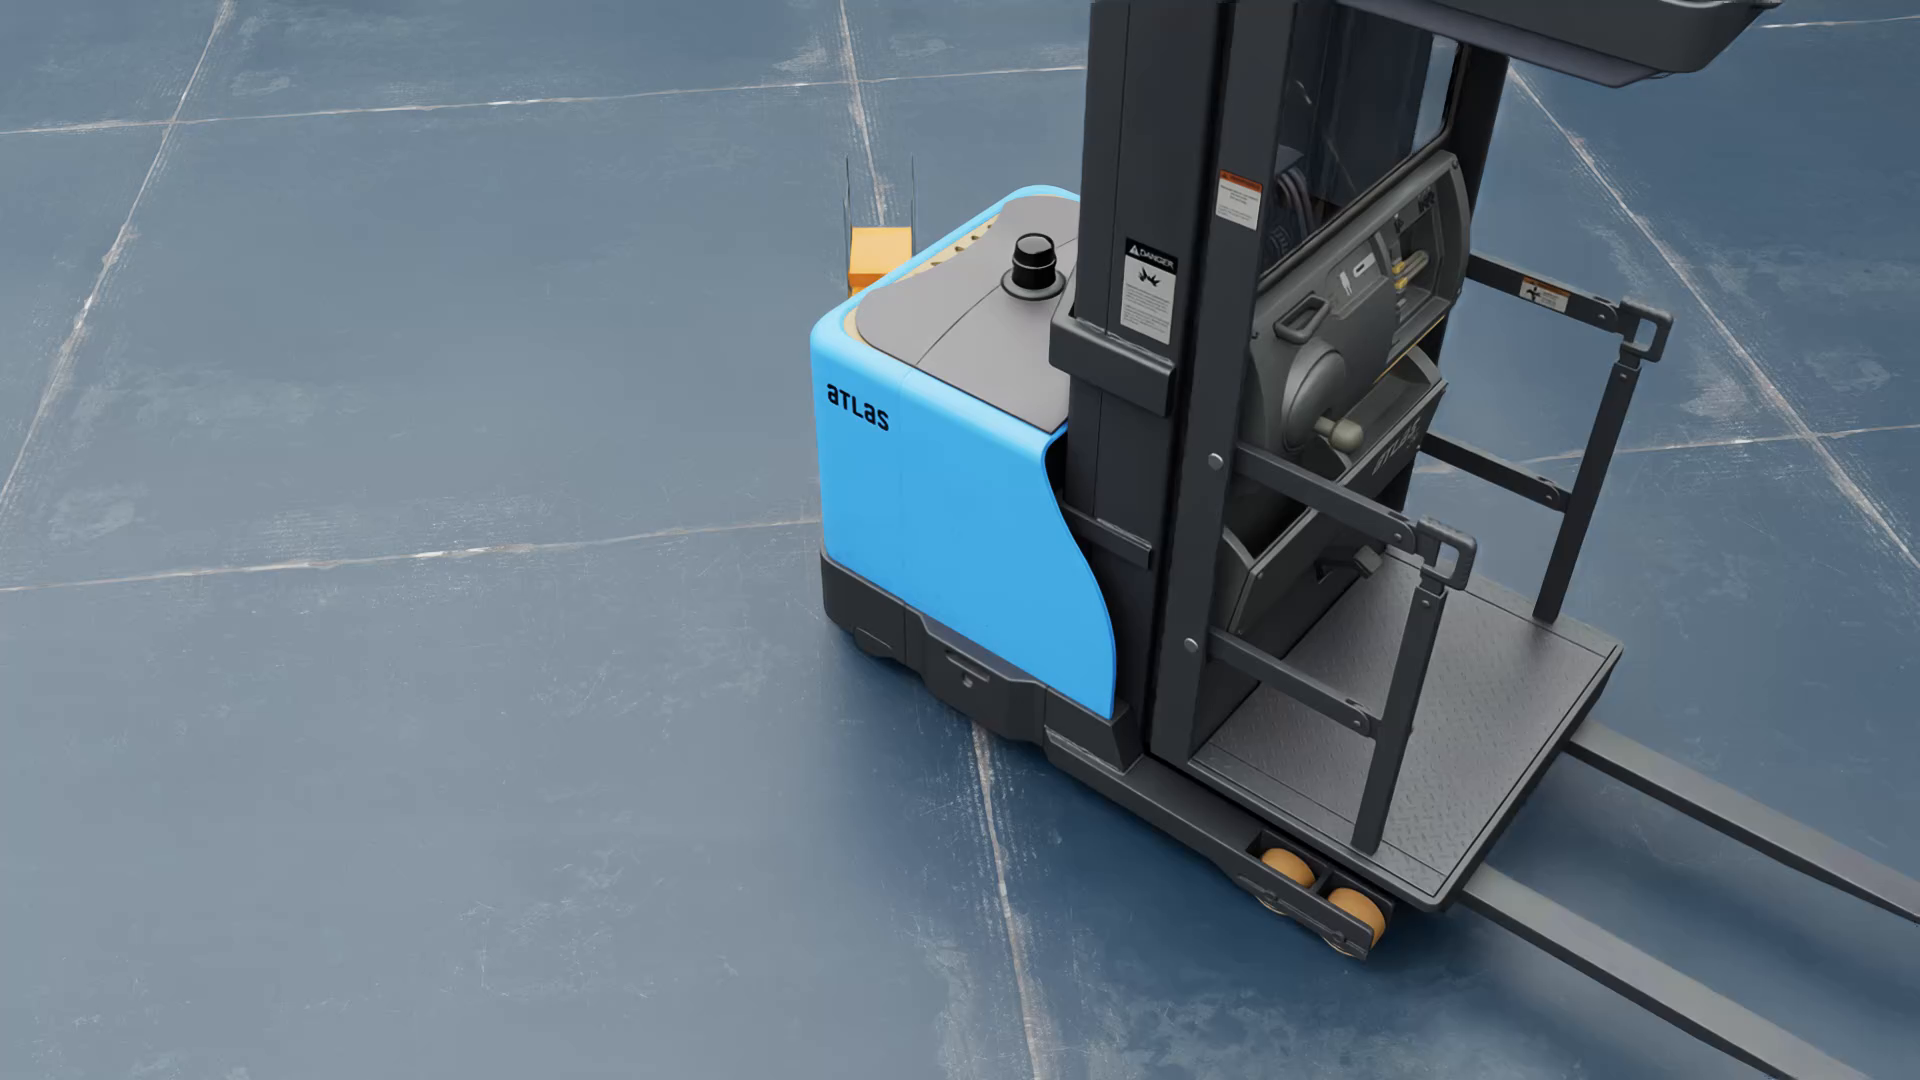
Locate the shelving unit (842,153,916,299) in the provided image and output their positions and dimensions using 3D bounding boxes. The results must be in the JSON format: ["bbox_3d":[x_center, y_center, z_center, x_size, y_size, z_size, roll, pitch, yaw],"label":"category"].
[{"bbox_3d":[-0.224,-0.558,4.972,0.189,1.200,0.258,0,42,0],"label":"shelving unit"}]

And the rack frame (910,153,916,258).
[{"bbox_3d":[-0.132,-0.558,4.973,0.006,1.200,0.240,0,42,0],"label":"rack frame"}]

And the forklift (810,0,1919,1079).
[{"bbox_3d":[1.058,-0.435,3.610,3.031,2.843,1.129,29,49,28],"label":"forklift"}]

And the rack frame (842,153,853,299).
[{"bbox_3d":[-0.315,-0.557,4.971,0.006,1.200,0.240,0,42,0],"label":"rack frame"}]
